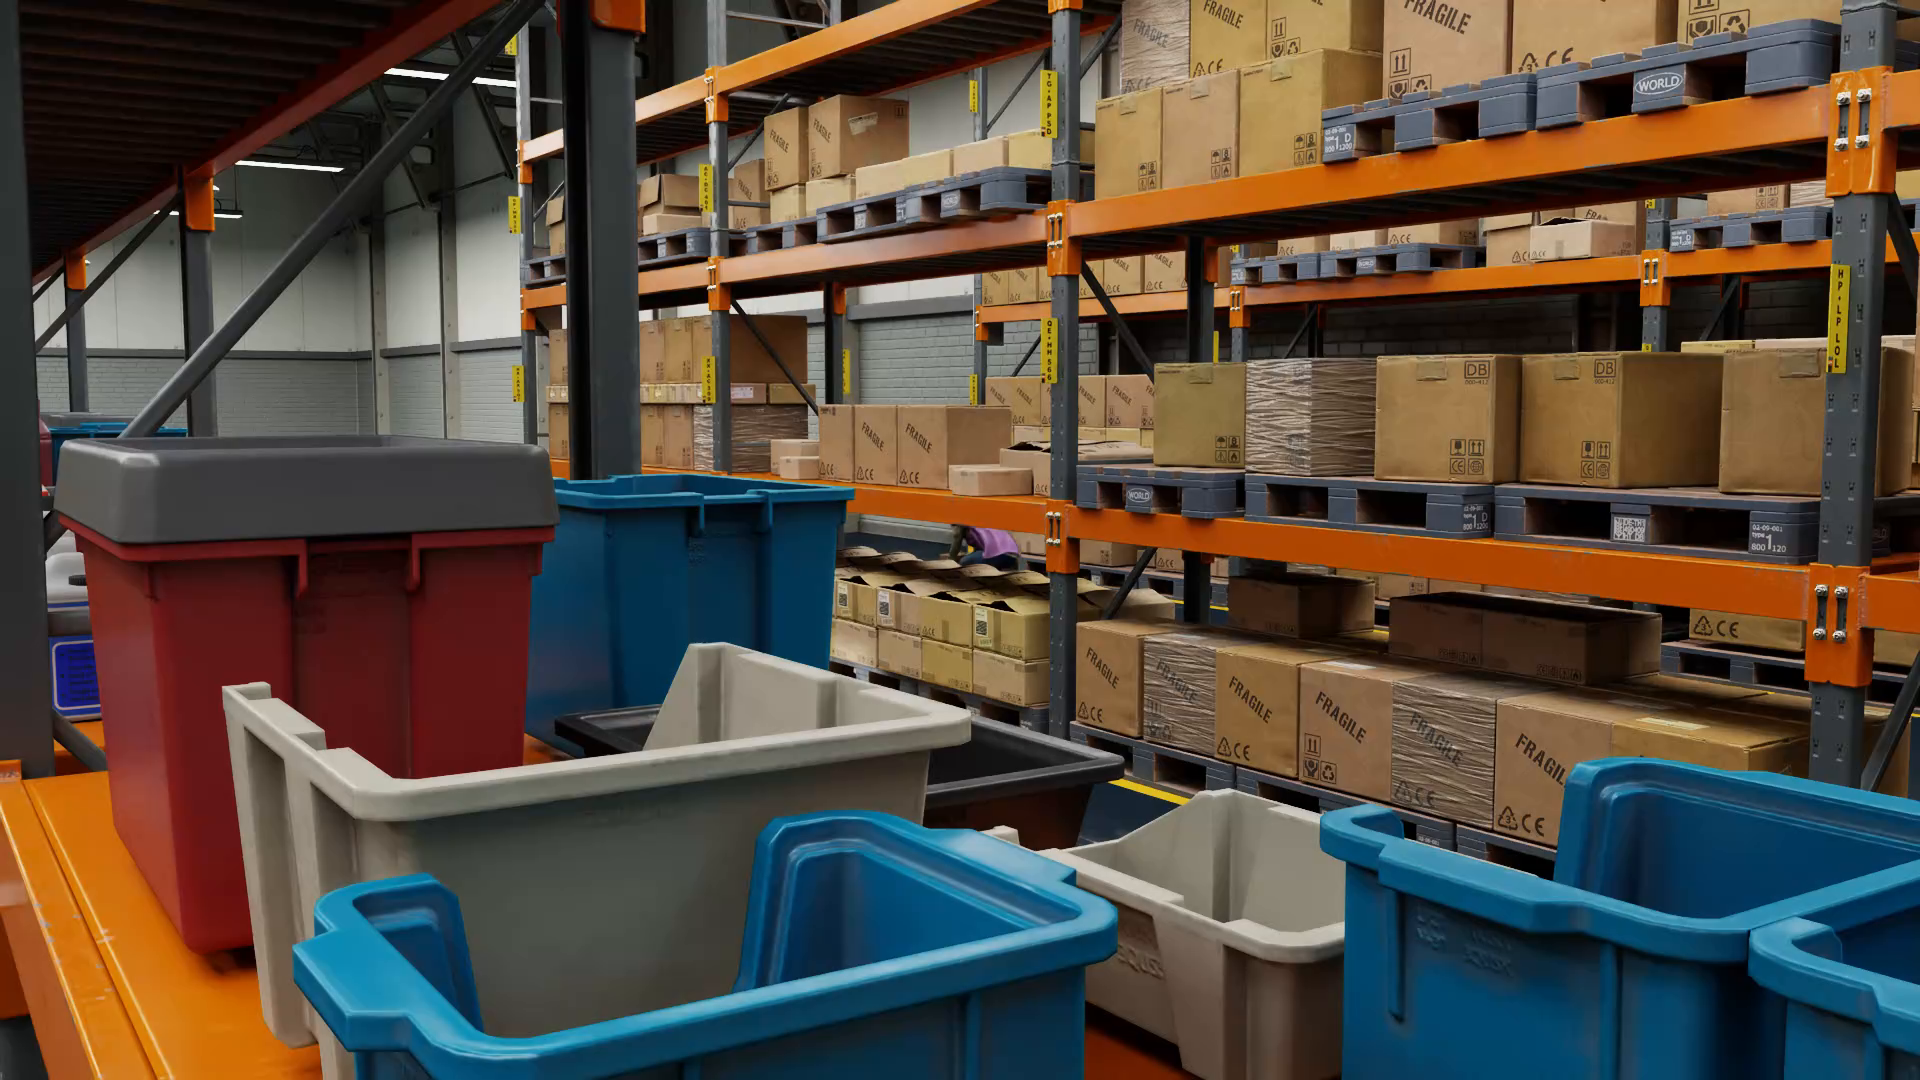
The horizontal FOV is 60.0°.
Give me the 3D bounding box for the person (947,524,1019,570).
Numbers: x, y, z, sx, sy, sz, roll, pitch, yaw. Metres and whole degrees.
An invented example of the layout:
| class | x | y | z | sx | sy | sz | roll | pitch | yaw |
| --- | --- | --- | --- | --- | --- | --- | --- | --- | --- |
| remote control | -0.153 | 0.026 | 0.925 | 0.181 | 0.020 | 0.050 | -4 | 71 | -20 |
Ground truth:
| class | x | y | z | sx | sy | sz | roll | pitch | yaw |
| --- | --- | --- | --- | --- | --- | --- | --- | --- | --- |
| person | 0.176 | 0.157 | 14.565 | 0.422 | 0.905 | 0.838 | -3 | 6 | -35 |
